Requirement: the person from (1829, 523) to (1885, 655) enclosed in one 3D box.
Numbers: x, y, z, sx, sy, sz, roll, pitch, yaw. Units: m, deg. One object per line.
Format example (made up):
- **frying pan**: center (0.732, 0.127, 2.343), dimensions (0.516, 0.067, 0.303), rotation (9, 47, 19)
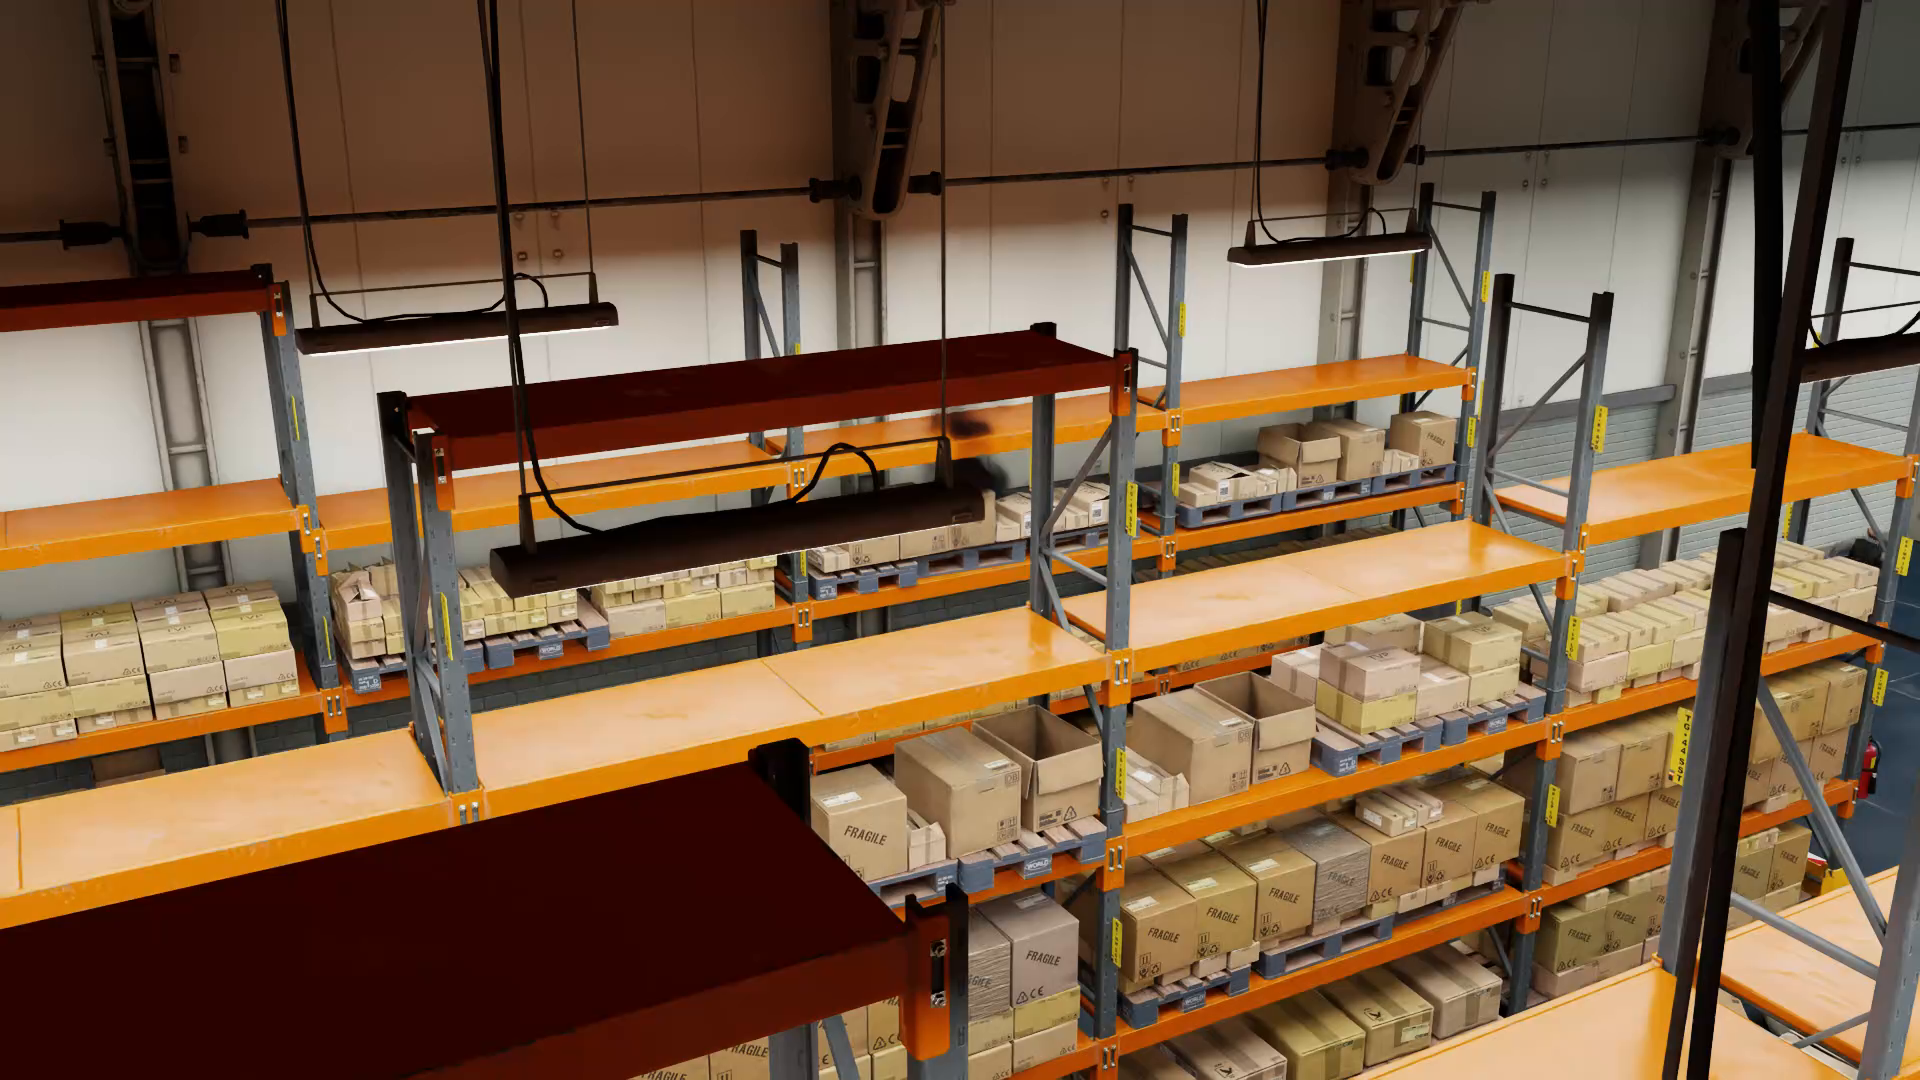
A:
- **person**: center (11.317, 0.610, 20.930), dimensions (0.807, 1.711, 0.682), rotation (-12, 22, -32)
